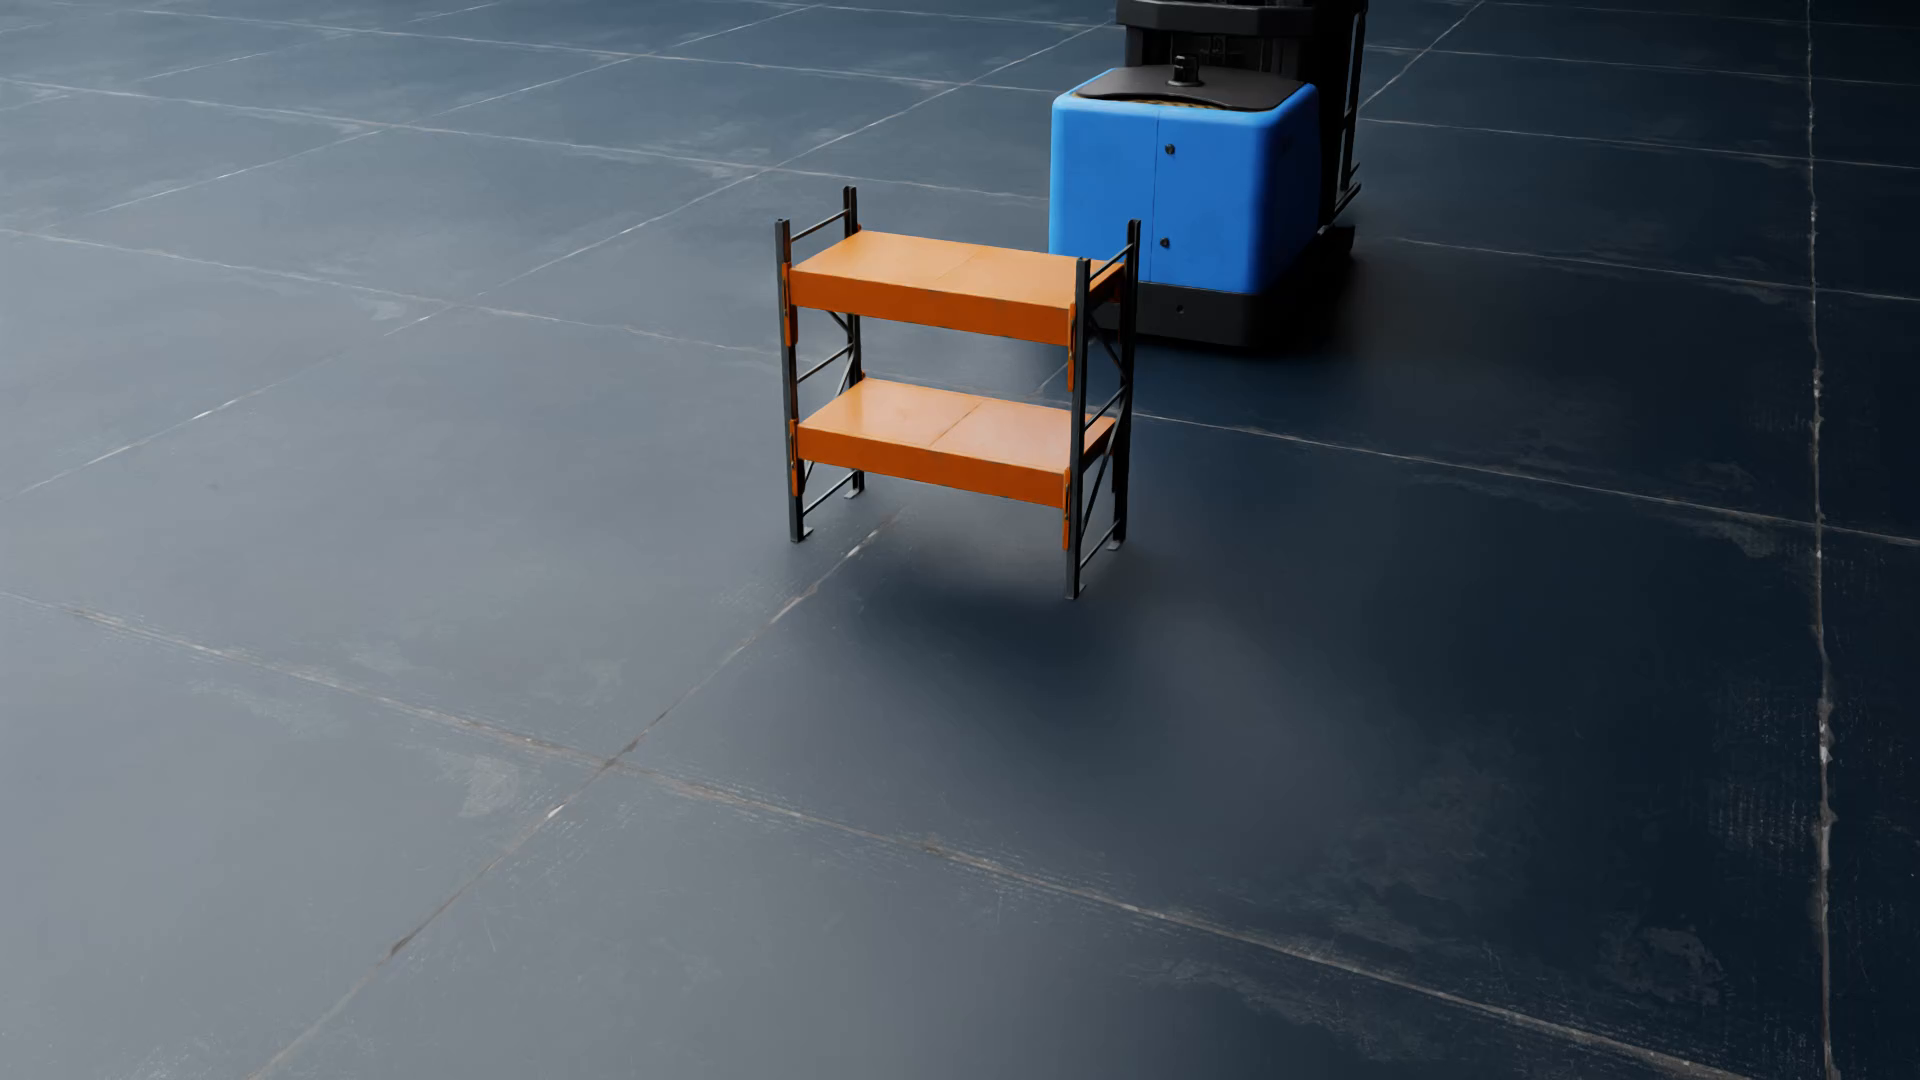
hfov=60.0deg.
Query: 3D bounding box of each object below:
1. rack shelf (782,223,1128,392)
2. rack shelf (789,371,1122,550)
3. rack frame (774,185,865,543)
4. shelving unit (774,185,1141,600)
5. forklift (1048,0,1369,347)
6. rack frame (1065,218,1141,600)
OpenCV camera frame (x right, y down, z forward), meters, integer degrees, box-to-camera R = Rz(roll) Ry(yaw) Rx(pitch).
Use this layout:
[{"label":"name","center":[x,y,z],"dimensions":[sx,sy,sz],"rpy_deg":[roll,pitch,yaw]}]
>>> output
[{"label":"rack shelf","center":[-0.006,-0.768,5.375],"dimensions":[1.000,0.278,0.538],"rpy_deg":[11,28,22]},{"label":"rack shelf","center":[-0.006,-0.287,5.612],"dimensions":[1.000,0.278,0.538],"rpy_deg":[11,28,22]},{"label":"rack frame","center":[-0.469,-0.599,5.693],"dimensions":[0.032,1.125,0.500],"rpy_deg":[11,28,22]},{"label":"shelving unit","center":[-0.006,-0.506,5.504],"dimensions":[1.048,1.125,0.538],"rpy_deg":[11,28,22]},{"label":"forklift","center":[1.435,-2.788,8.094],"dimensions":[1.130,2.935,3.031],"rpy_deg":[11,28,21]},{"label":"rack frame","center":[0.457,-0.413,5.315],"dimensions":[0.032,1.125,0.500],"rpy_deg":[11,28,22]}]
